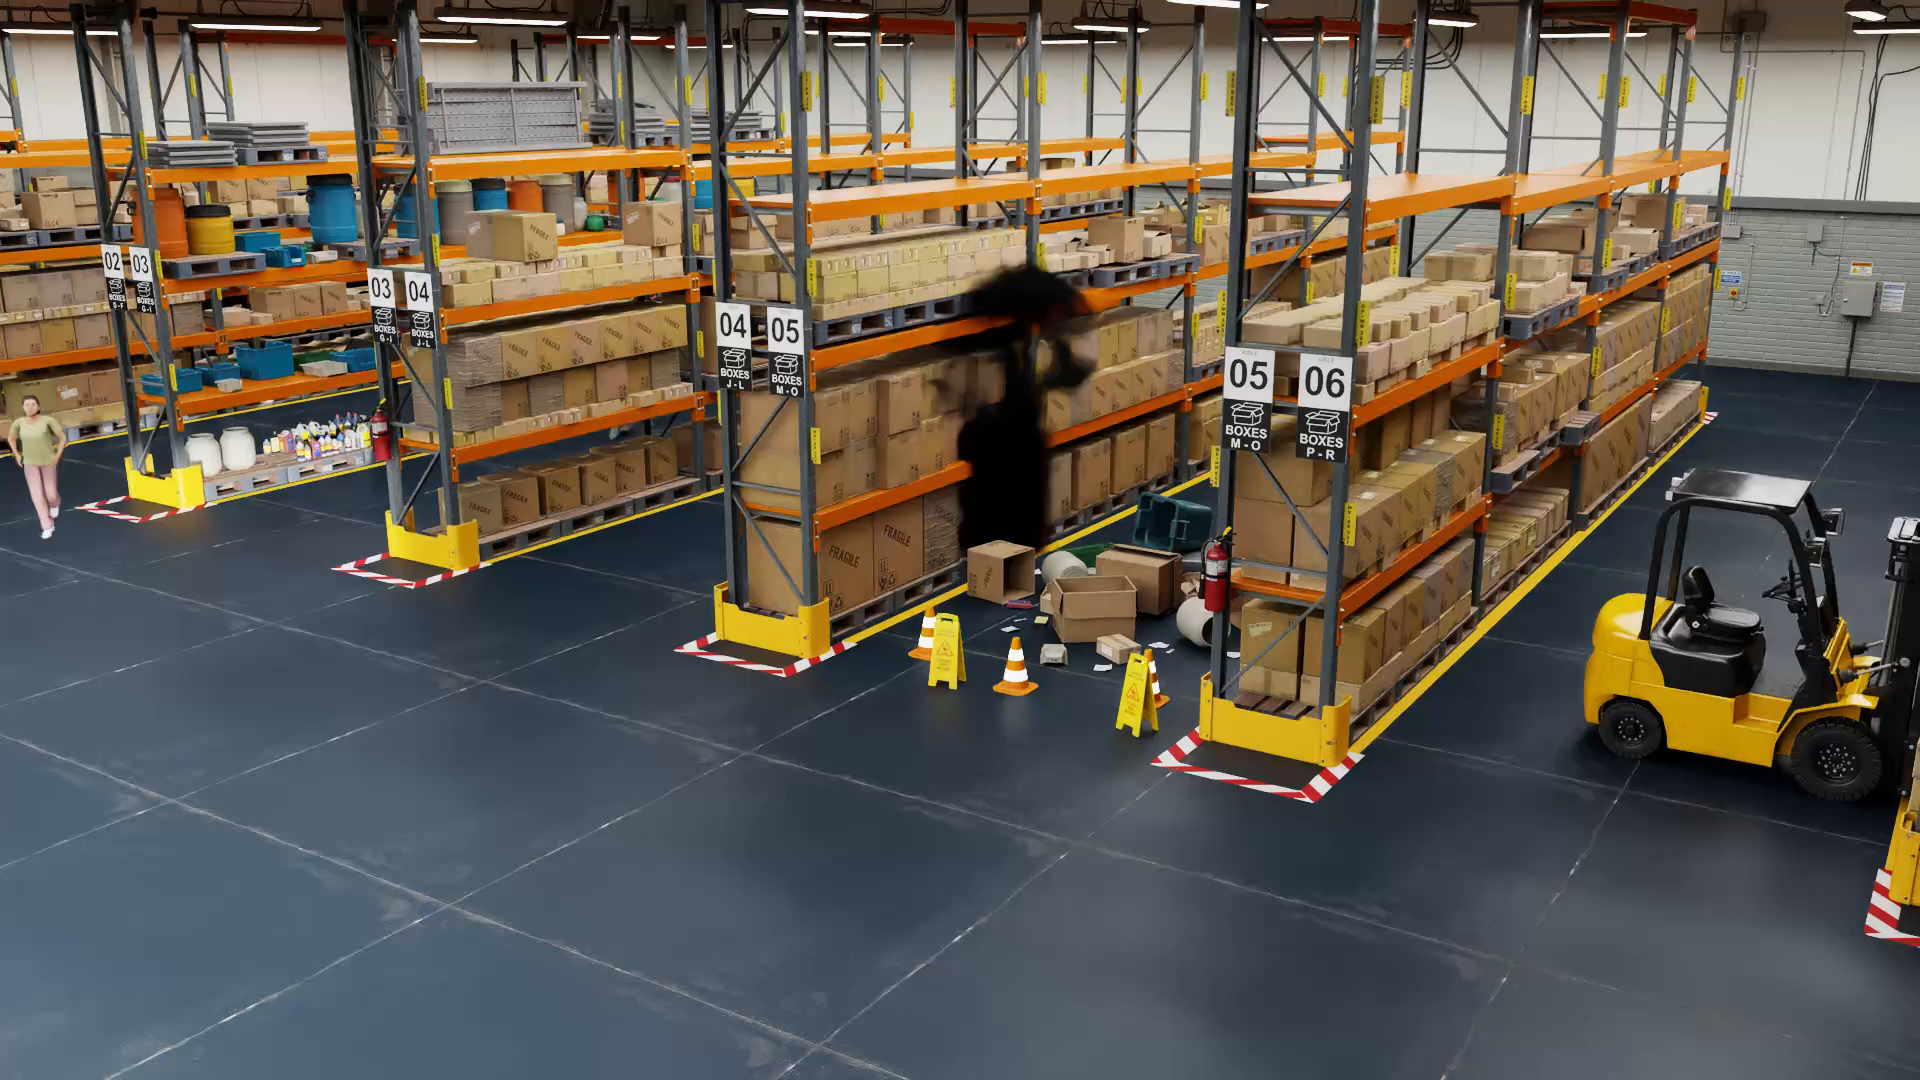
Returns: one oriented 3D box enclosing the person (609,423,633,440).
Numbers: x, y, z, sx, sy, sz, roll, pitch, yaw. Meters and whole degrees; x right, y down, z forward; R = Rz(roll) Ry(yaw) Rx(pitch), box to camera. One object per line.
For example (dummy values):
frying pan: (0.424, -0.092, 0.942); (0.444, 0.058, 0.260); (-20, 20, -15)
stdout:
person: (-5.114, -2.373, 24.498); (0.679, 1.813, 0.793); (4, 16, 13)

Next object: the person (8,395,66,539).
person: (-10.743, -0.890, 19.435); (0.602, 1.667, 0.743); (-7, 17, -23)
